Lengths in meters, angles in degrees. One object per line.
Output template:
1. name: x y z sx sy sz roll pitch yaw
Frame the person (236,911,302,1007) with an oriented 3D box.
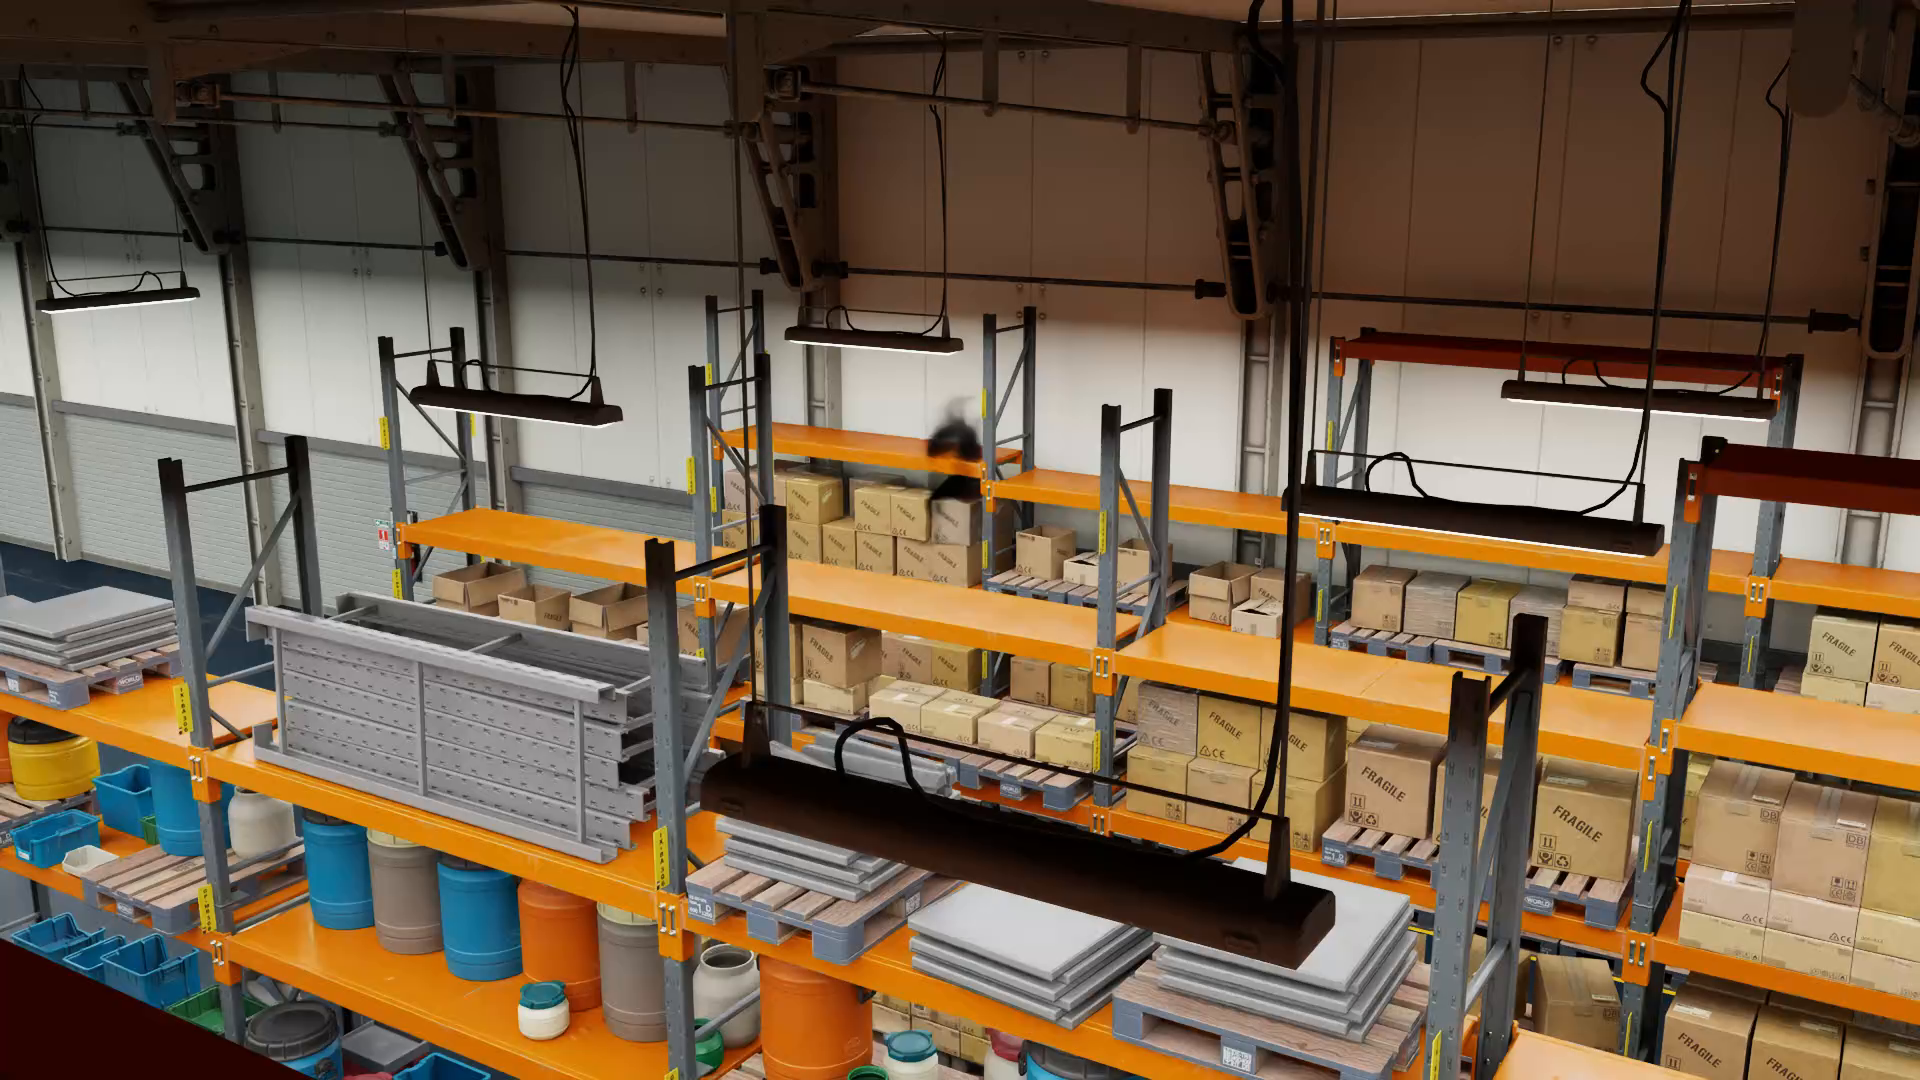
1. person: -6.293 3.701 14.888 0.619 1.662 0.593 9 16 31
